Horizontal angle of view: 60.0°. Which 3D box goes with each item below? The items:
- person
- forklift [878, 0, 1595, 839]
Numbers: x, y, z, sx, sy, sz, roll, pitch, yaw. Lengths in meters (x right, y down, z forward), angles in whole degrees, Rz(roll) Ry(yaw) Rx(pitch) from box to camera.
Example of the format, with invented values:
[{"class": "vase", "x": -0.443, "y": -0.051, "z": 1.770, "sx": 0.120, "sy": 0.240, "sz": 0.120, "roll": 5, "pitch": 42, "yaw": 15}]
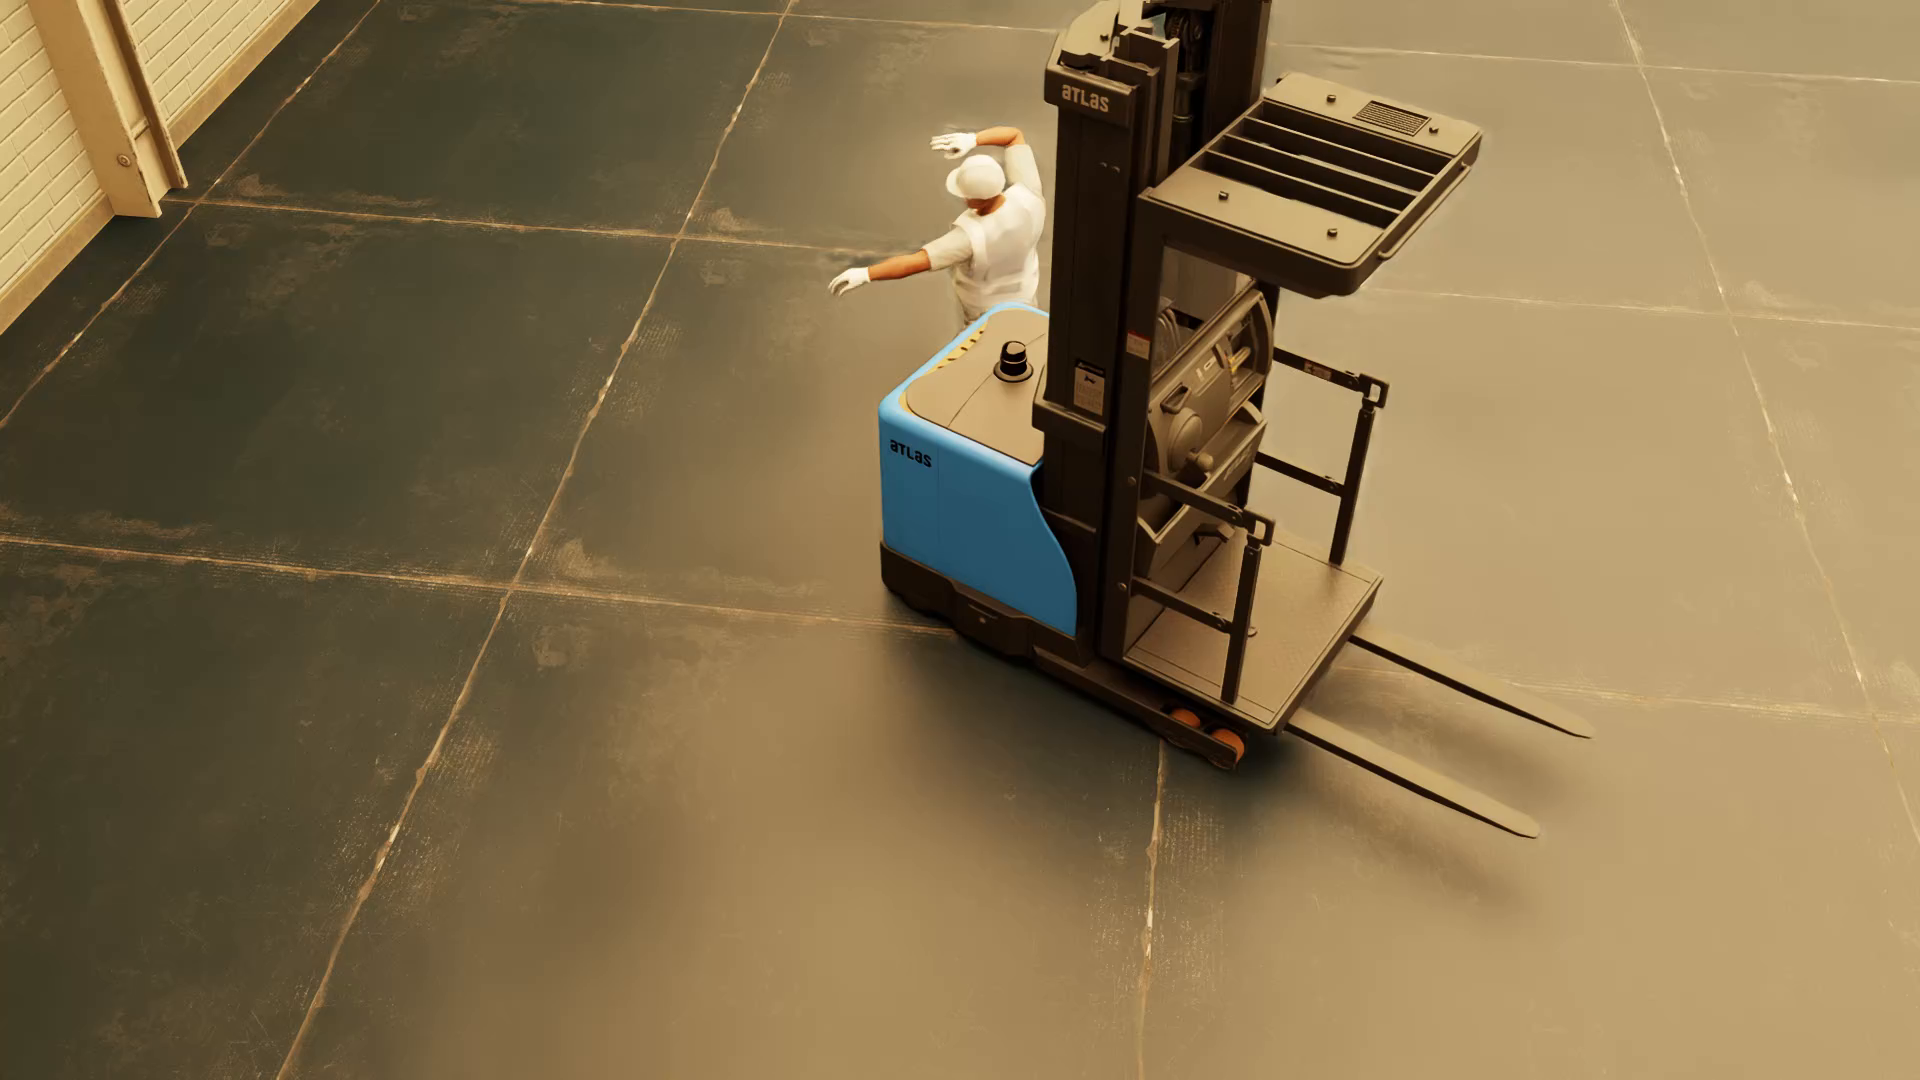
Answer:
[{"class": "person", "x": -0.132, "y": -1.336, "z": 8.257, "sx": 1.067, "sy": 1.483, "sz": 0.916, "roll": -4, "pitch": 43, "yaw": -5}, {"class": "forklift", "x": 1.141, "y": -0.550, "z": 6.324, "sx": 3.031, "sy": 2.935, "sz": 1.130, "roll": 25, "pitch": 48, "yaw": 25}]
